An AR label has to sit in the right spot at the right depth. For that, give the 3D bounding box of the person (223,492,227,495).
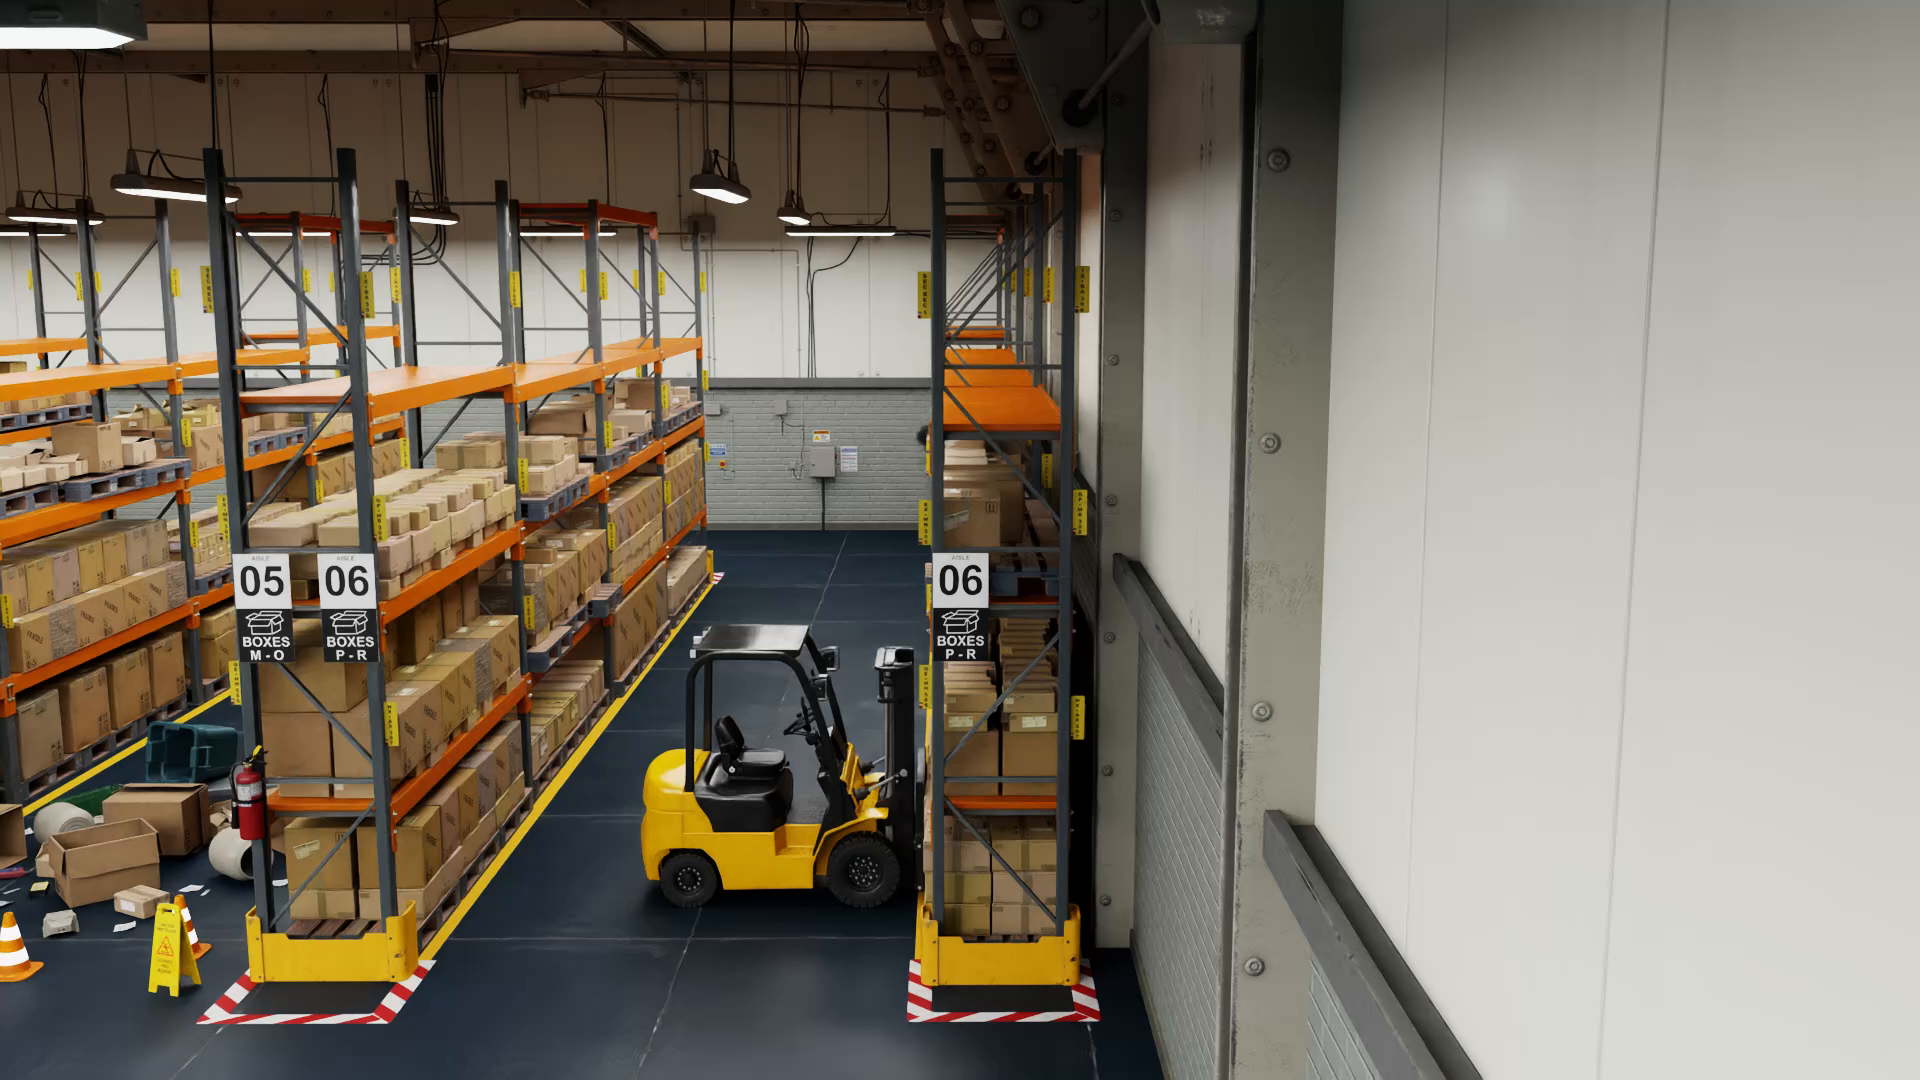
[{"bbox_3d":[-11.533,0.117,26.189,0.744,1.771,0.956,1,9,7],"label":"person"}]

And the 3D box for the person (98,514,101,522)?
[{"bbox_3d":[-12.840,0.386,25.052,0.516,1.594,0.614,-1,9,-4],"label":"person"}]
